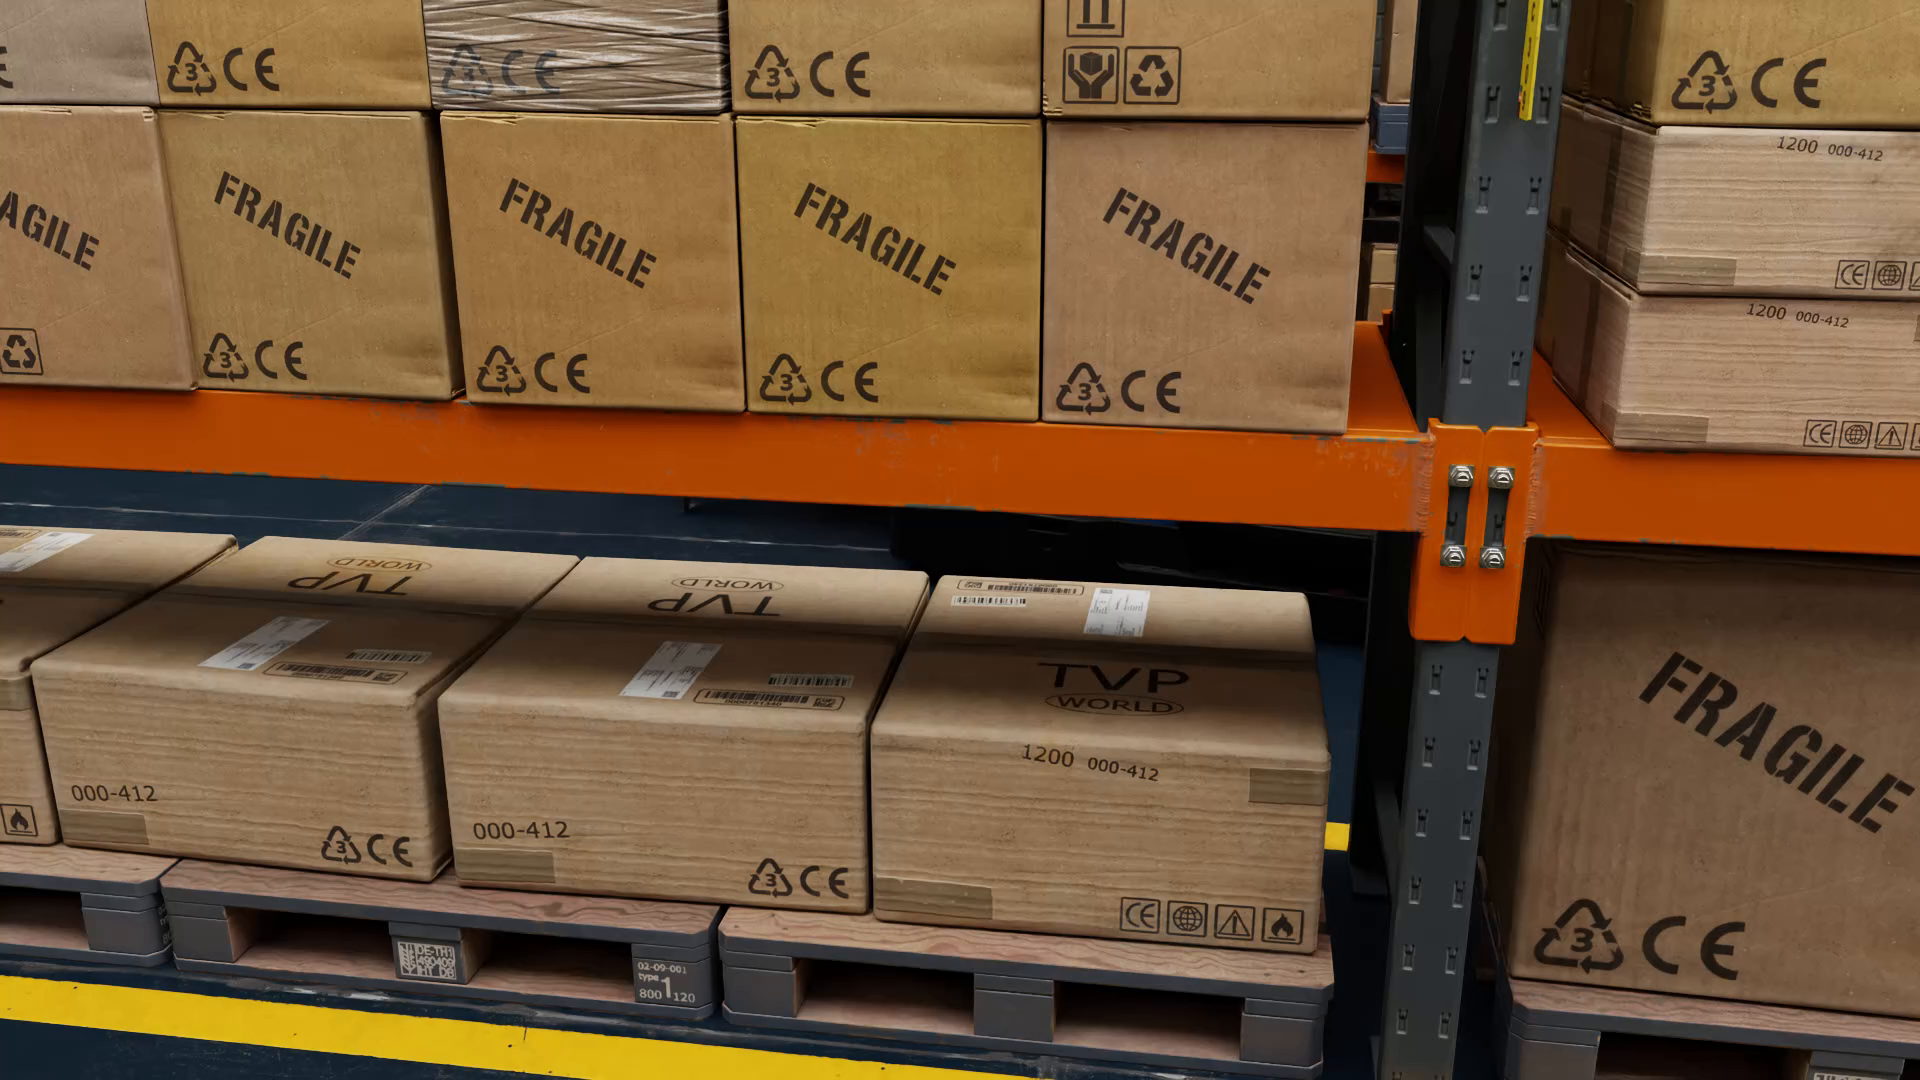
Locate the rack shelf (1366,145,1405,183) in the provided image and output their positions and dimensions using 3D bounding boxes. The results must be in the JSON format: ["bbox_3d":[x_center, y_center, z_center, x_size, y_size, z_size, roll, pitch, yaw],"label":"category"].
[{"bbox_3d":[3.682,-1.619,7.548,4.000,0.370,1.077,3,19,9],"label":"rack shelf"}]

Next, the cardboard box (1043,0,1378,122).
[{"bbox_3d":[0.414,-0.964,2.725,0.500,0.500,0.500,3,19,8],"label":"cardboard box"}]

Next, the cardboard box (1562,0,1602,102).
[{"bbox_3d":[1.404,-1.083,3.080,0.500,0.500,0.500,4,19,10],"label":"cardboard box"}]

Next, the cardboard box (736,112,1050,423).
[{"bbox_3d":[-0.084,-0.520,2.973,0.500,0.500,0.500,2,19,7],"label":"cardboard box"}]

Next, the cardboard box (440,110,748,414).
[{"bbox_3d":[-0.583,-0.541,3.035,0.500,0.500,0.500,3,19,8],"label":"cardboard box"}]

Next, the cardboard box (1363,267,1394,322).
[{"bbox_3d":[2.149,-0.980,7.781,0.500,0.500,0.500,4,19,11],"label":"cardboard box"}]

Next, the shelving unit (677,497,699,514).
[{"bbox_3d":[-0.547,-0.831,6.422,1.048,1.500,0.538,7,20,21],"label":"shelving unit"}]

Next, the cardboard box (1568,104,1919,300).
[{"bbox_3d":[1.313,-0.561,2.701,0.500,0.250,0.500,2,19,7],"label":"cardboard box"}]

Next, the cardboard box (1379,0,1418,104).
[{"bbox_3d":[2.149,-2.213,7.370,0.500,0.500,0.700,3,19,10],"label":"cardboard box"}]

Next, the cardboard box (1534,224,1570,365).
[{"bbox_3d":[1.406,-0.491,3.279,0.500,0.250,0.500,2,19,7],"label":"cardboard box"}]

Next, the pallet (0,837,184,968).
[{"bbox_3d":[-2.224,0.631,4.084,1.213,0.211,1.003,3,19,9],"label":"pallet"}]

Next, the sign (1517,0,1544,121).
[{"bbox_3d":[0.837,-0.780,2.417,0.005,0.325,0.100,3,19,9],"label":"sign"}]

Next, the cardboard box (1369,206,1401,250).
[{"bbox_3d":[2.029,-1.441,7.668,0.250,0.149,0.380,3,19,8],"label":"cardboard box"}]

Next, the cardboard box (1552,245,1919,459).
[{"bbox_3d":[1.316,-0.330,2.797,0.500,0.250,0.500,2,19,7],"label":"cardboard box"}]

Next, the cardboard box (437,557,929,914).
[{"bbox_3d":[-0.564,0.400,3.756,0.875,0.438,0.875,2,19,7],"label":"cardboard box"}]

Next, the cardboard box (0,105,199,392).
[{"bbox_3d":[-1.594,-0.592,3.188,0.500,0.500,0.500,3,19,8],"label":"cardboard box"}]

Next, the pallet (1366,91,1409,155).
[{"bbox_3d":[2.479,-1.895,7.543,1.213,0.211,1.003,3,19,9],"label":"pallet"}]

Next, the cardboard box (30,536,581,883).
[{"bbox_3d":[-1.454,0.354,3.893,0.875,0.438,0.875,3,19,10],"label":"cardboard box"}]

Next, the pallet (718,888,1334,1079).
[{"bbox_3d":[0.185,0.754,3.717,1.213,0.211,1.003,3,19,9],"label":"pallet"}]

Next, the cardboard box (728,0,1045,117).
[{"bbox_3d":[-0.086,-0.992,2.809,0.500,0.500,0.500,3,19,8],"label":"cardboard box"}]

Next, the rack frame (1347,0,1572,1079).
[{"bbox_3d":[0.923,-0.506,3.087,0.127,3.000,1.000,3,19,9],"label":"rack frame"}]

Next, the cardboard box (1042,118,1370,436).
[{"bbox_3d":[0.425,-0.496,2.901,0.500,0.500,0.500,3,19,9],"label":"cardboard box"}]

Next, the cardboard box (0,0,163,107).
[{"bbox_3d":[-1.577,-1.068,3.034,0.500,0.500,0.500,3,19,8],"label":"cardboard box"}]

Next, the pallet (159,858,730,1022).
[{"bbox_3d":[-1.023,0.693,3.898,1.213,0.211,1.003,3,19,9],"label":"pallet"}]

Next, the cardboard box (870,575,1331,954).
[{"bbox_3d":[0.320,0.445,3.622,0.875,0.438,0.875,3,19,8],"label":"cardboard box"}]

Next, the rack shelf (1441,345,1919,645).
[{"bbox_3d":[2.898,-0.064,2.900,4.000,0.370,1.077,3,19,9],"label":"rack shelf"}]

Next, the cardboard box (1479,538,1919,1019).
[{"bbox_3d":[1.548,0.309,3.339,0.875,0.875,0.875,4,19,10],"label":"cardboard box"}]

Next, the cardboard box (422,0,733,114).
[{"bbox_3d":[-0.590,-1.015,2.876,0.500,0.500,0.500,3,19,9],"label":"cardboard box"}]

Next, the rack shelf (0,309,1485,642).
[{"bbox_3d":[-1.051,-0.265,3.502,4.000,0.370,1.077,3,19,9],"label":"rack shelf"}]

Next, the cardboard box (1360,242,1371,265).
[{"bbox_3d":[2.116,-1.454,8.177,0.250,0.149,0.380,2,19,6],"label":"cardboard box"}]

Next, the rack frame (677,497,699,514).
[{"bbox_3d":[-1.018,-0.892,6.604,0.032,1.500,0.500,7,20,21],"label":"rack frame"}]

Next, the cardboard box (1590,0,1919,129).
[{"bbox_3d":[1.312,-0.915,2.577,0.500,0.500,0.500,3,19,9],"label":"cardboard box"}]

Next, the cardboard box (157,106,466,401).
[{"bbox_3d":[-1.097,-0.572,3.128,0.500,0.500,0.500,4,19,10],"label":"cardboard box"}]

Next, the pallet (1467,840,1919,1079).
[{"bbox_3d":[1.697,0.832,3.484,1.213,0.211,1.003,3,19,9],"label":"pallet"}]

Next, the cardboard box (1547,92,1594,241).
[{"bbox_3d":[1.397,-0.725,3.193,0.500,0.250,0.500,3,19,9],"label":"cardboard box"}]

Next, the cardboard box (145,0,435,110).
[{"bbox_3d":[-1.084,-1.043,2.959,0.500,0.500,0.500,3,19,9],"label":"cardboard box"}]

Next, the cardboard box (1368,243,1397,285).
[{"bbox_3d":[2.019,-1.281,7.659,0.250,0.149,0.380,4,19,11],"label":"cardboard box"}]

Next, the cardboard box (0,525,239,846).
[{"bbox_3d":[-2.359,0.311,4.023,0.875,0.438,0.875,2,19,7],"label":"cardboard box"}]

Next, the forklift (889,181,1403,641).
[{"bbox_3d":[1.317,-1.234,5.372,3.031,2.935,1.130,7,20,21],"label":"forklift"}]

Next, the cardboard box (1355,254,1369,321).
[{"bbox_3d":[2.239,-1.142,8.268,0.500,0.500,0.500,3,19,8],"label":"cardboard box"}]
